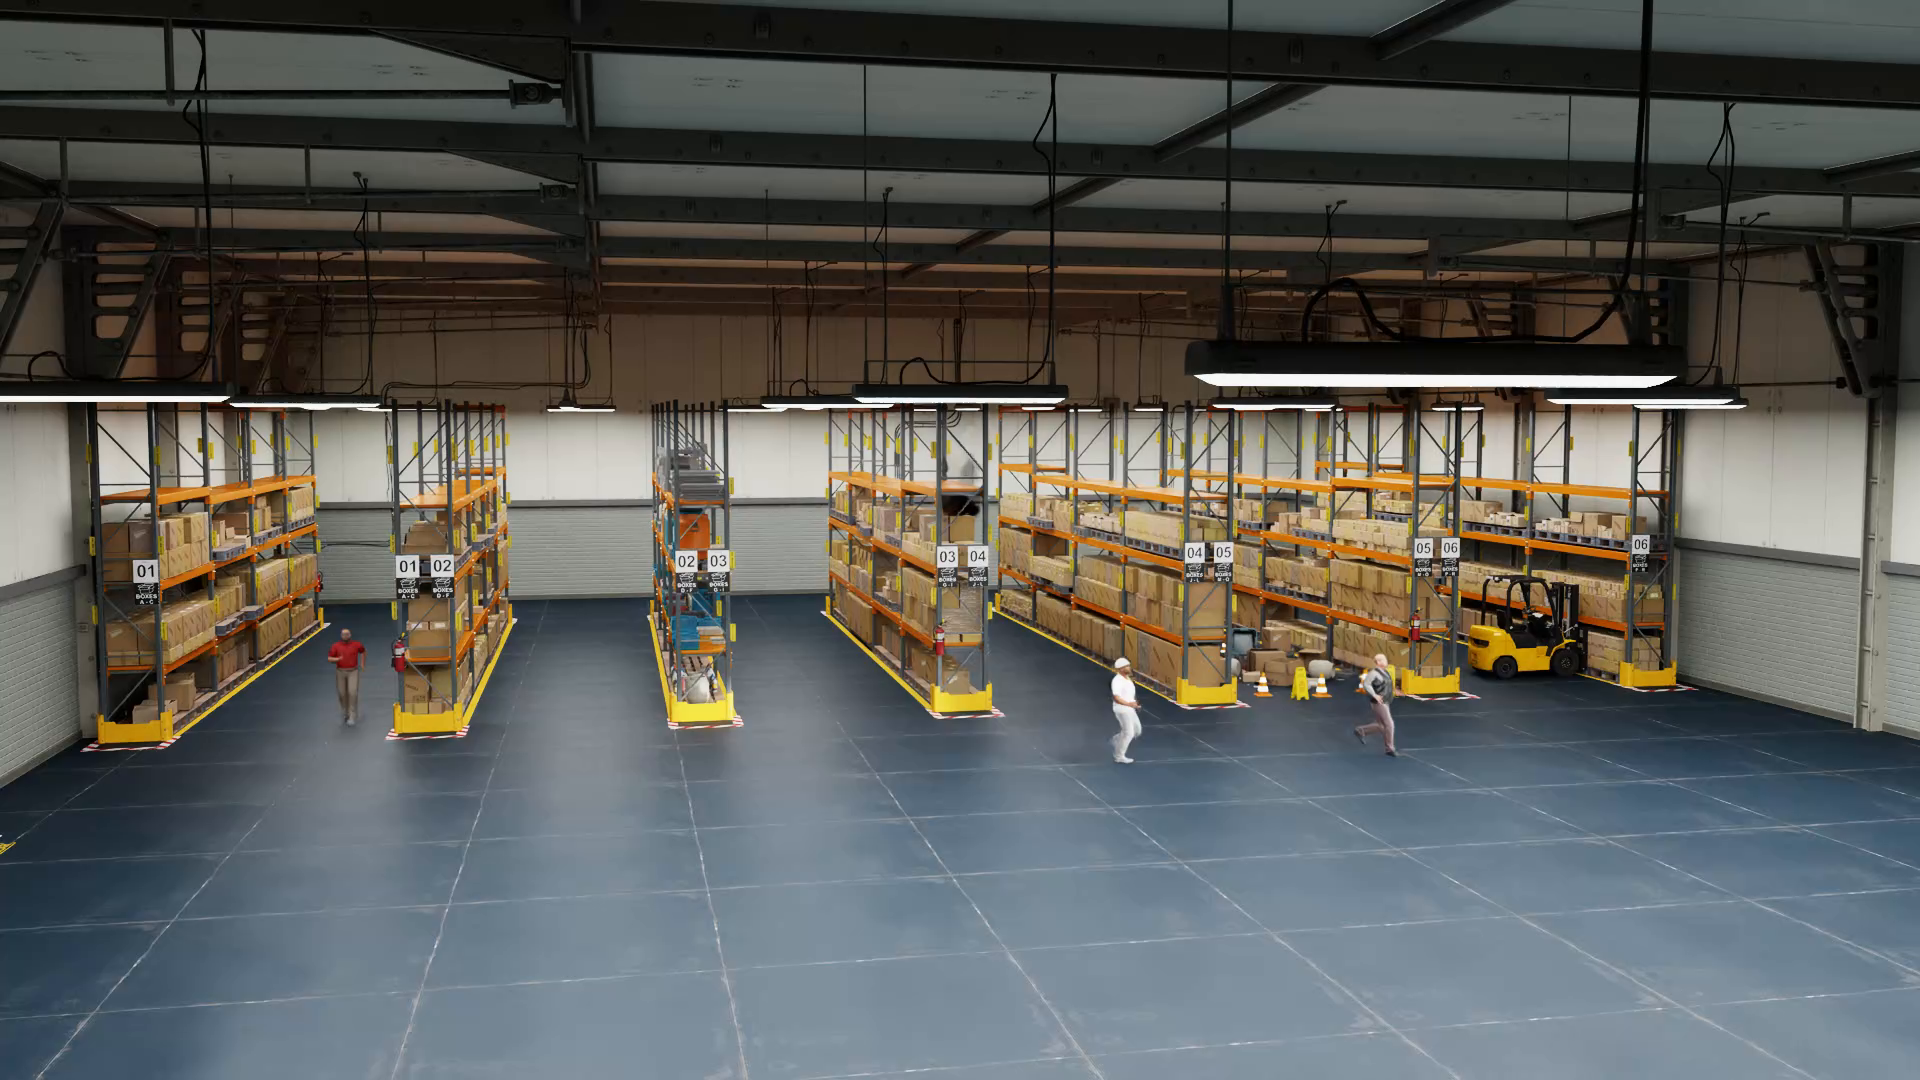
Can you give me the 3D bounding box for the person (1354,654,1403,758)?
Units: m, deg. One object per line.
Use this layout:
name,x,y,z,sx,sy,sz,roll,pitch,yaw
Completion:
person,7.043,2.772,27.991,0.880,1.719,0.662,3,5,31

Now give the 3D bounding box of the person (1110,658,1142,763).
person,2.725,2.801,27.381,0.587,1.723,0.747,2,5,20

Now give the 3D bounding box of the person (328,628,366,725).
person,-11.404,2.510,30.940,0.656,1.734,0.964,-1,4,-14

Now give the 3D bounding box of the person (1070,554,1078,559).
person,3.373,1.235,48.807,0.615,1.645,0.557,-3,5,-32
